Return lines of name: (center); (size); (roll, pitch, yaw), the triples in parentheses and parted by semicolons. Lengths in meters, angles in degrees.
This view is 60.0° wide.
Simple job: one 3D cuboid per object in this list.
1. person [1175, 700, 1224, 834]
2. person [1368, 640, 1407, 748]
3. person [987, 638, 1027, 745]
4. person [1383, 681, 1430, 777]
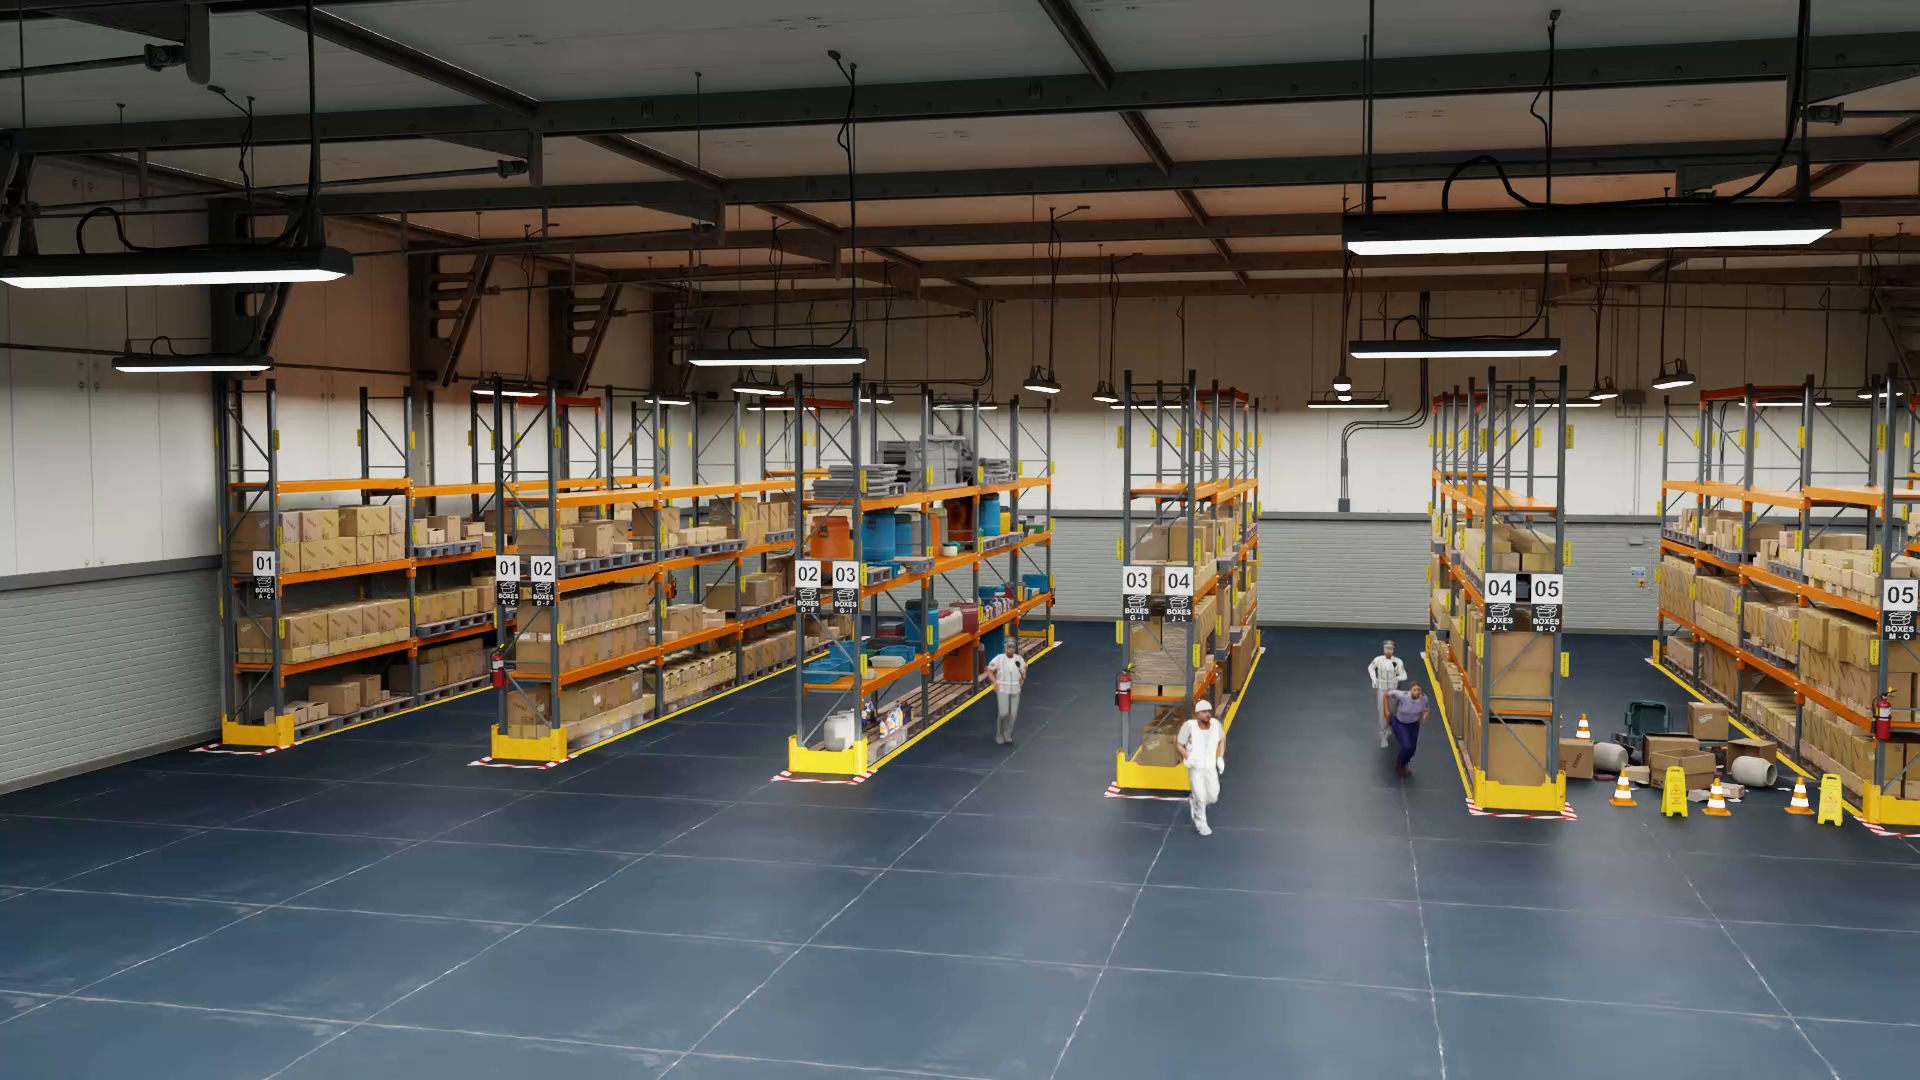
person: (3.069, 2.880, 21.211); (0.696, 1.720, 0.702); (-1, 4, -16)
person: (7.054, 2.505, 27.418); (0.611, 1.717, 0.868); (1, 3, 11)
person: (0.805, 2.490, 27.307); (0.633, 1.769, 0.662); (-1, 4, -13)
person: (6.571, 2.786, 24.551); (0.640, 1.477, 0.902); (0, 3, -8)
